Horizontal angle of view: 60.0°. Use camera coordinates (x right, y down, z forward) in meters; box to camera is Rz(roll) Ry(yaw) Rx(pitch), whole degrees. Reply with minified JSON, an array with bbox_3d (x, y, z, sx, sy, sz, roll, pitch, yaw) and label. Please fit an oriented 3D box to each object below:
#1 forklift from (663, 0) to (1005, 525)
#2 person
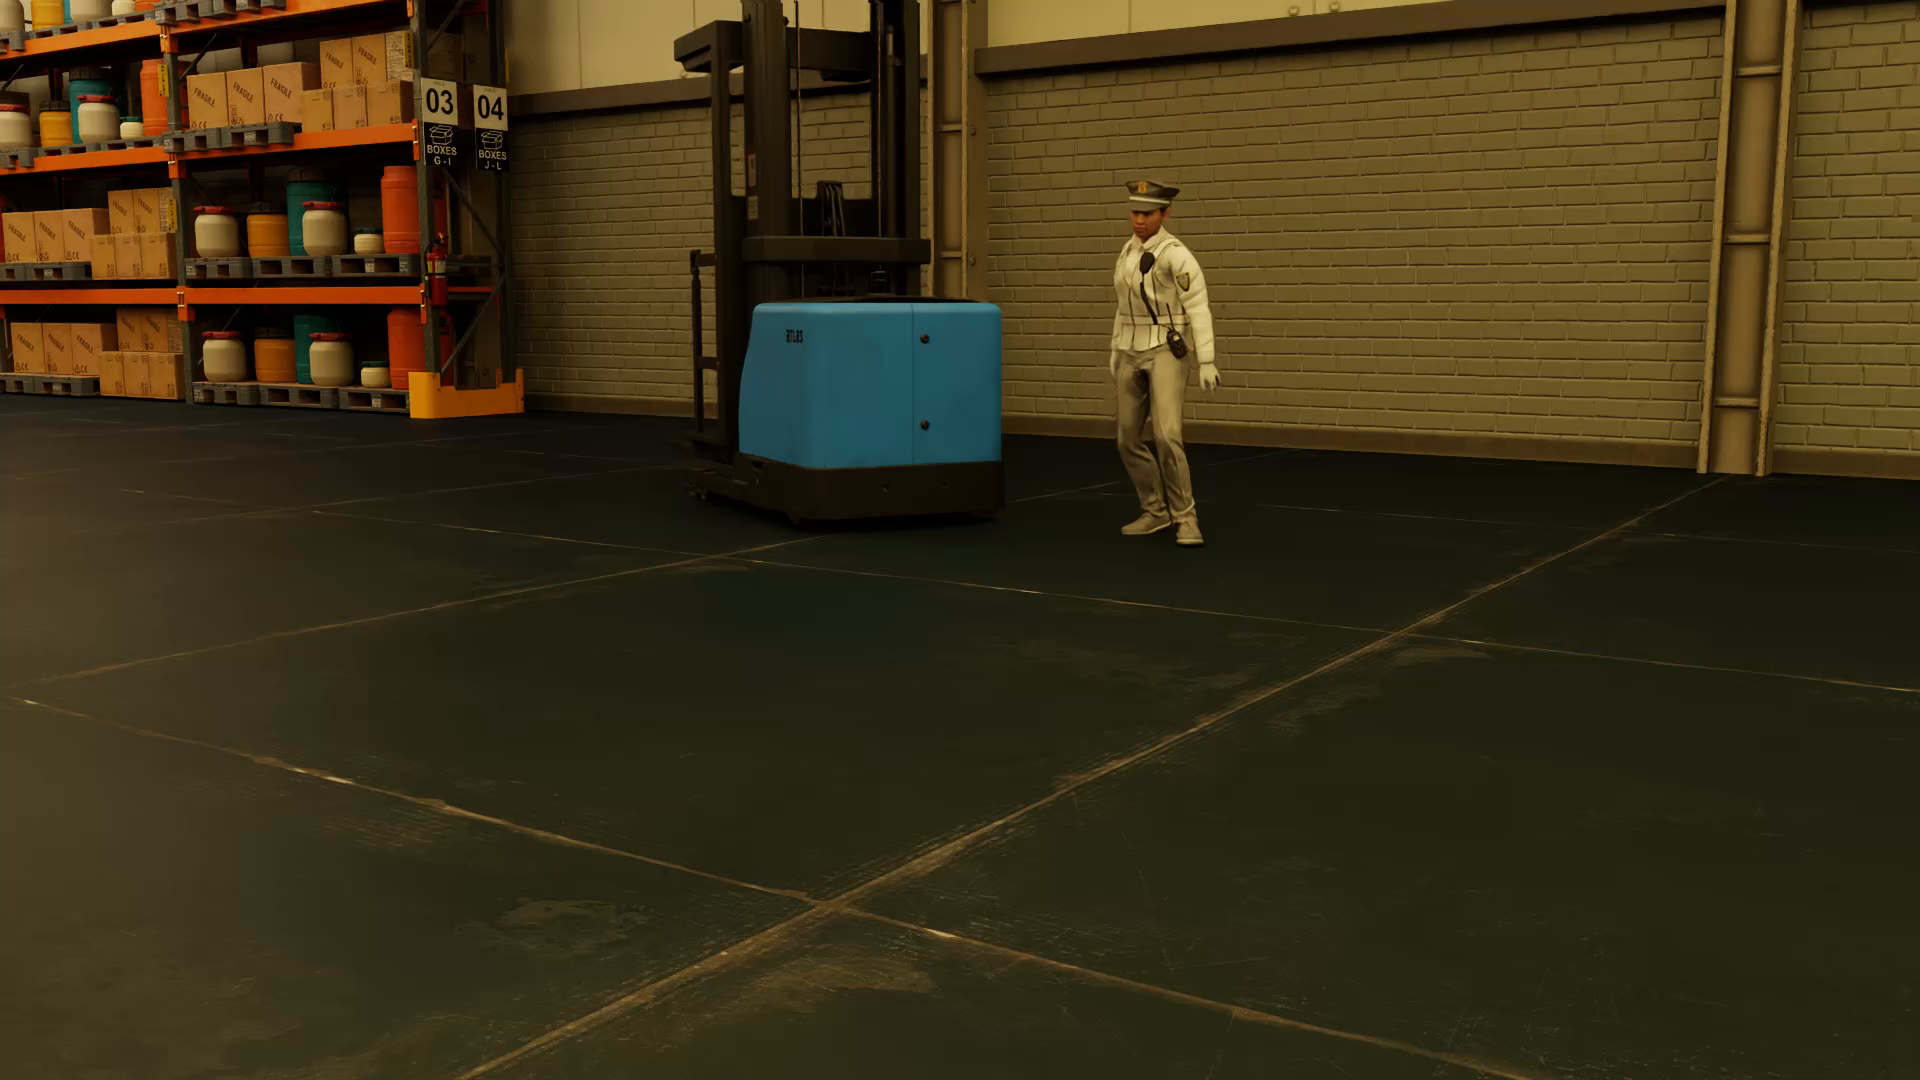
[{"bbox_3d":[-0.888,-1.690,9.074,1.130,2.935,3.031,-4,9,-26],"label":"forklift"},{"bbox_3d":[0.902,-0.814,7.622,0.408,1.639,0.803,-5,10,-33],"label":"person"}]
